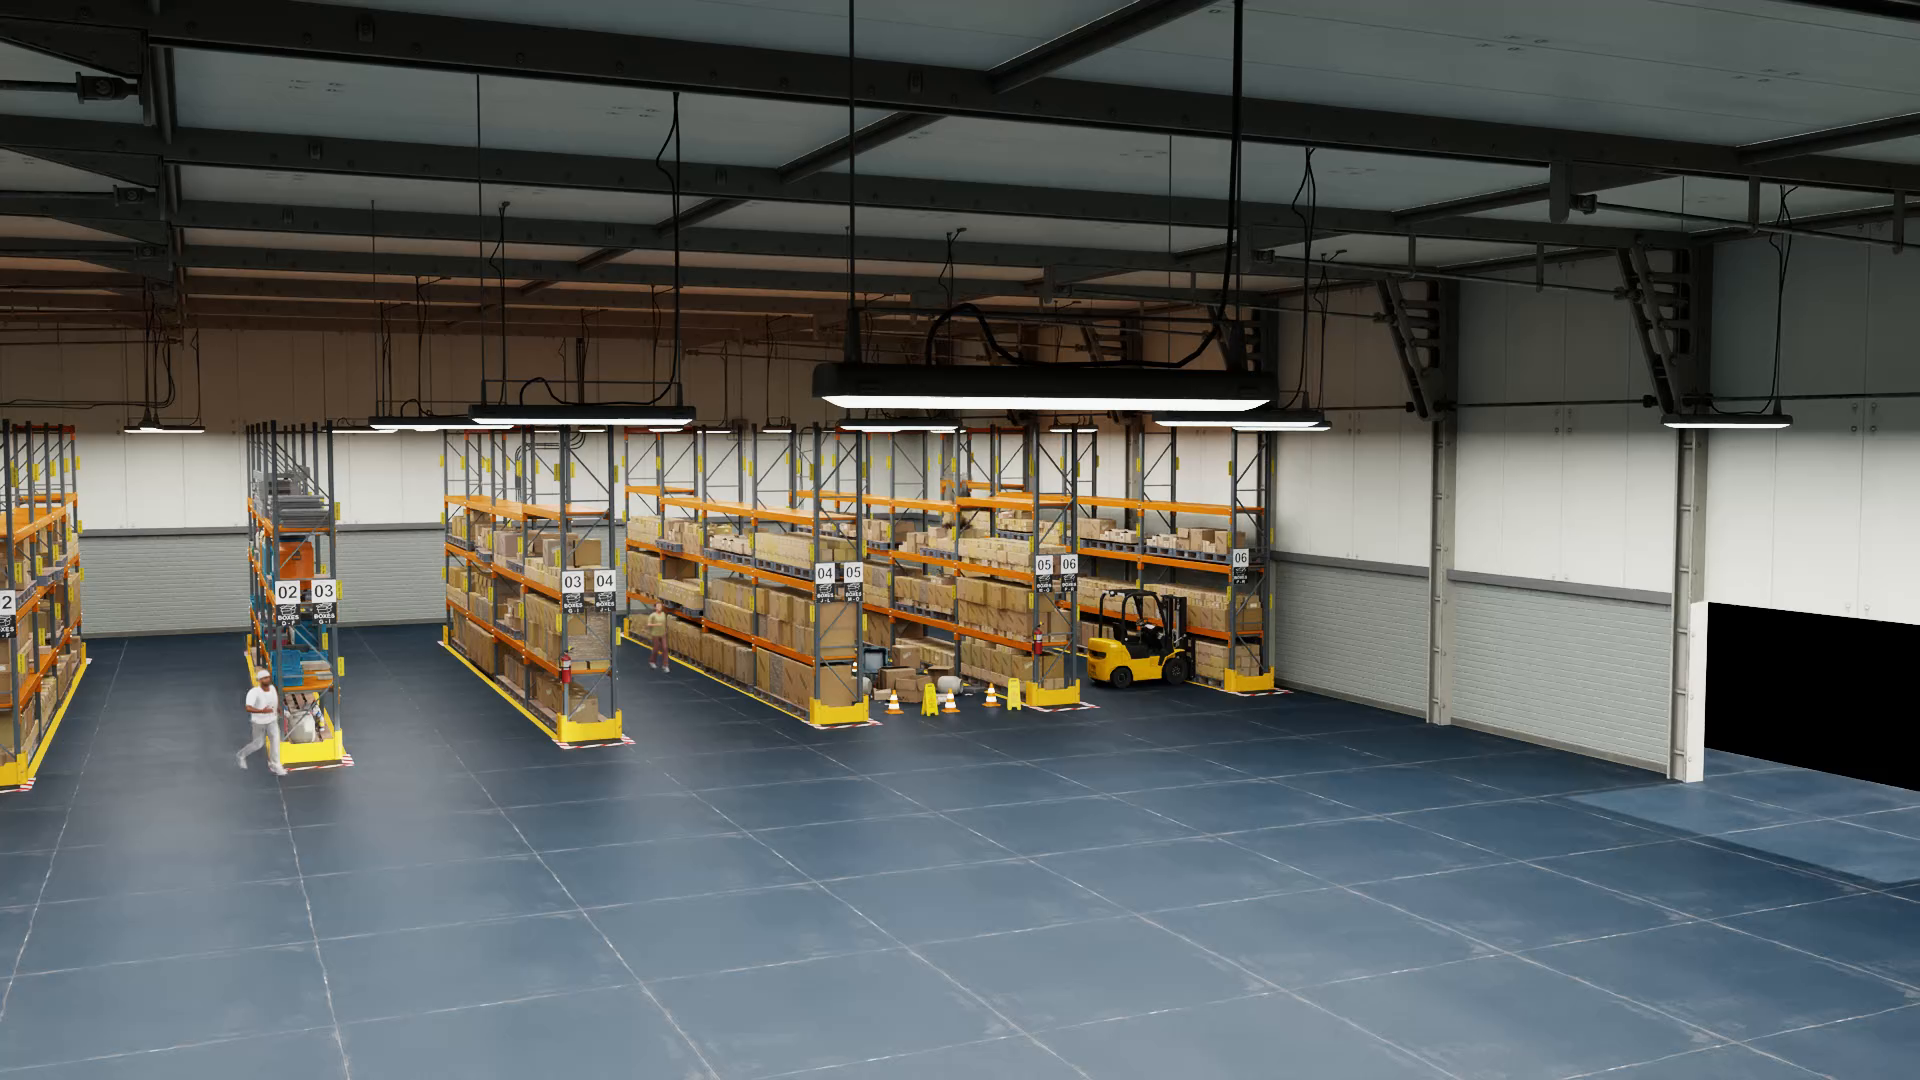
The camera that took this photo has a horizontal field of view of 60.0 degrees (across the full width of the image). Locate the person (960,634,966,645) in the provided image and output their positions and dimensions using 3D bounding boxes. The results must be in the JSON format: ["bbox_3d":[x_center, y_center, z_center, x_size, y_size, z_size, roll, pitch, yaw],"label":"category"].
[{"bbox_3d":[0.039,2.123,43.554,0.680,1.794,0.831,-1,4,-22],"label":"person"}]

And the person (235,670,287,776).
[{"bbox_3d":[-11.806,3.077,28.152,0.980,1.772,0.710,2,4,27],"label":"person"}]

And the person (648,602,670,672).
[{"bbox_3d":[-7.329,2.338,40.424,0.570,1.688,0.904,-2,4,-34],"label":"person"}]
